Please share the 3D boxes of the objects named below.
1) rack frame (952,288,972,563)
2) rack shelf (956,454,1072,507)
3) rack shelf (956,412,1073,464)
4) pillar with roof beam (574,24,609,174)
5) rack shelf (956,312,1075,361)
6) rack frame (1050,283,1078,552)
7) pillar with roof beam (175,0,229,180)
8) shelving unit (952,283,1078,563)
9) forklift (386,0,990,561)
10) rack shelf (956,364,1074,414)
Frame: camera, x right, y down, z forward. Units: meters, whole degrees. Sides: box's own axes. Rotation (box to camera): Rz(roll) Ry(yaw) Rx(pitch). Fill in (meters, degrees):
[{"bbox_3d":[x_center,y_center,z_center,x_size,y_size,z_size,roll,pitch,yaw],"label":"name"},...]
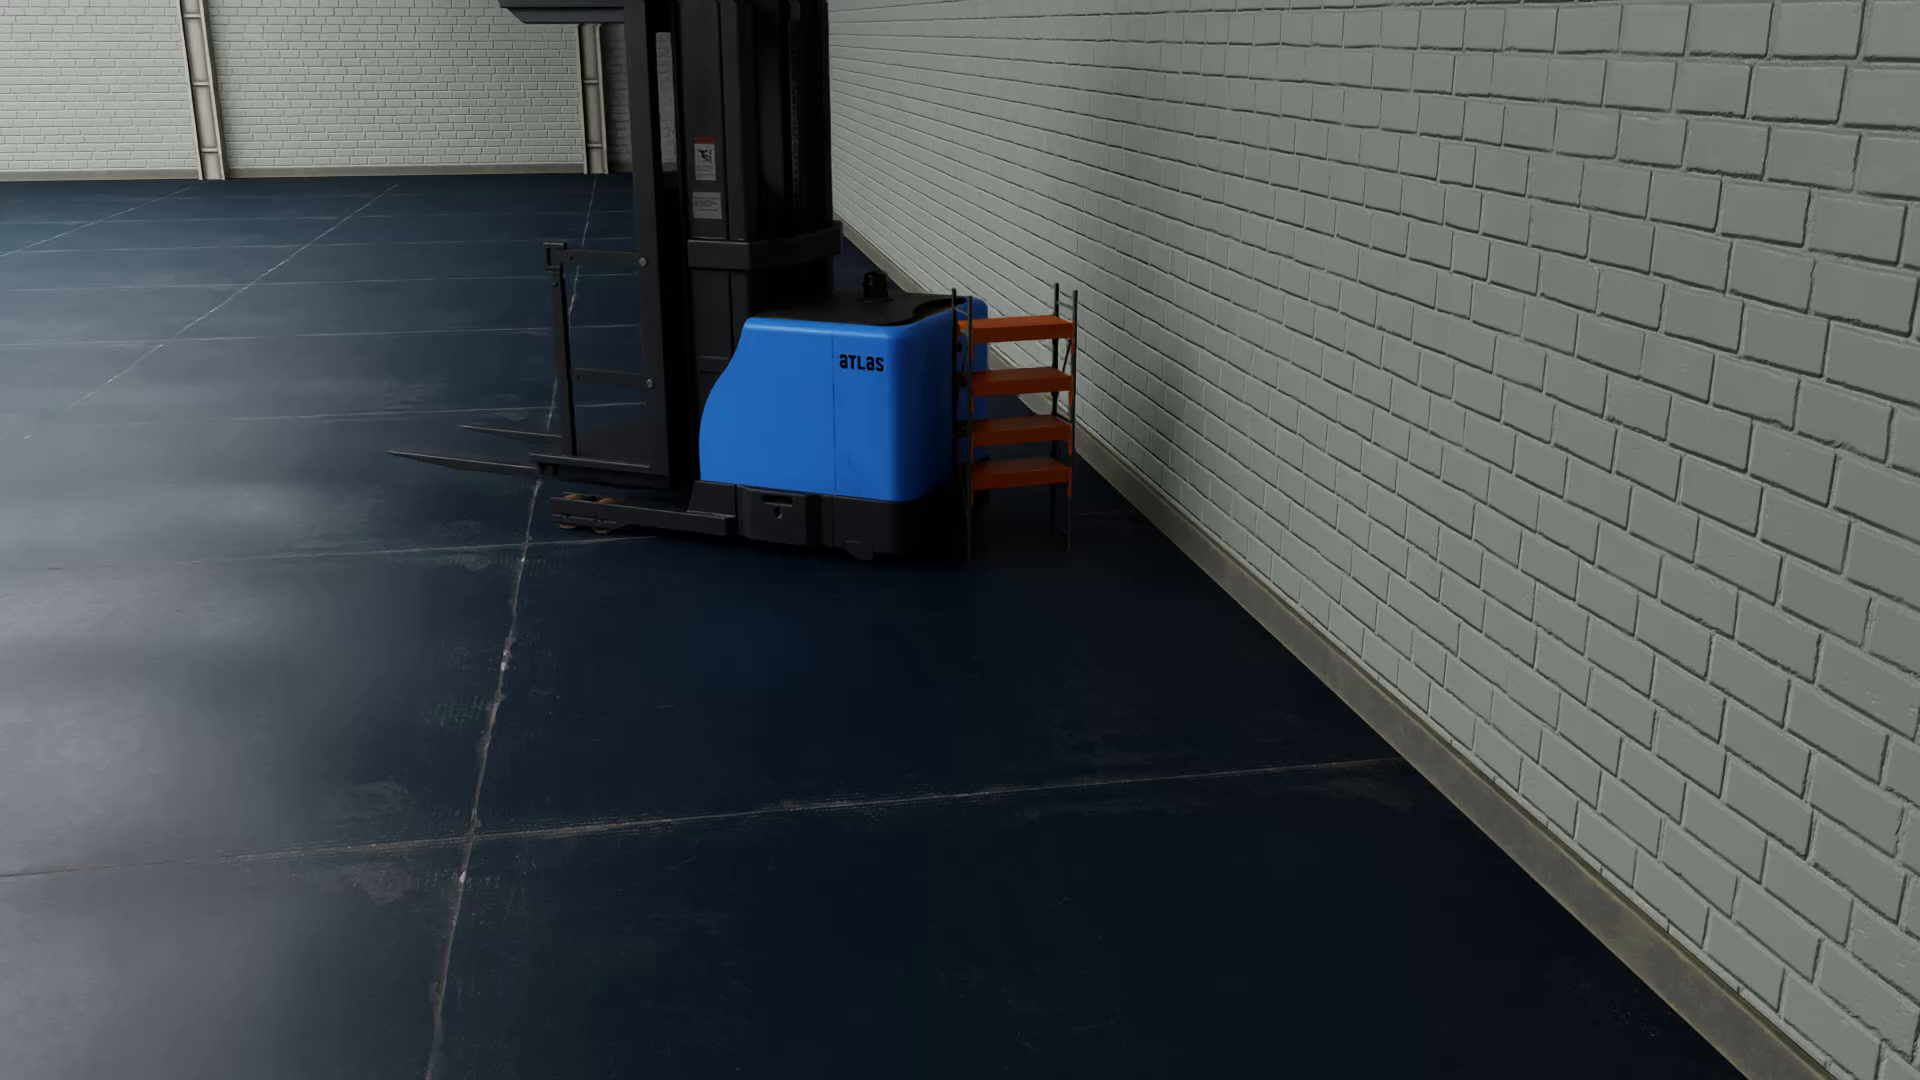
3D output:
[{"bbox_3d":[0.008,-0.506,7.415,0.015,1.200,0.240,-6,18,-18],"label":"rack frame"},{"bbox_3d":[0.239,-0.275,7.567,0.480,0.148,0.258,-6,18,-18],"label":"rack shelf"},{"bbox_3d":[0.239,-0.464,7.509,0.480,0.148,0.258,-6,18,-18],"label":"rack shelf"},{"bbox_3d":[-5.253,-9.188,22.400,0.400,9.000,9.100,-3,17,-10],"label":"pillar with roof beam"},{"bbox_3d":[0.239,-0.904,7.374,0.480,0.148,0.258,-6,18,-18],"label":"rack shelf"},{"bbox_3d":[0.470,-0.551,7.564,0.015,1.200,0.240,-6,18,-18],"label":"rack frame"},{"bbox_3d":[-11.144,-8.854,21.312,0.400,9.000,9.100,-3,17,-10],"label":"pillar with roof beam"},{"bbox_3d":[0.239,-0.529,7.489,0.503,1.200,0.258,-6,18,-18],"label":"shelving unit"},{"bbox_3d":[-1.421,-1.566,7.919,3.031,2.935,1.130,7,18,21],"label":"forklift"},{"bbox_3d":[0.239,-0.678,7.443,0.480,0.148,0.258,-6,18,-18],"label":"rack shelf"}]
